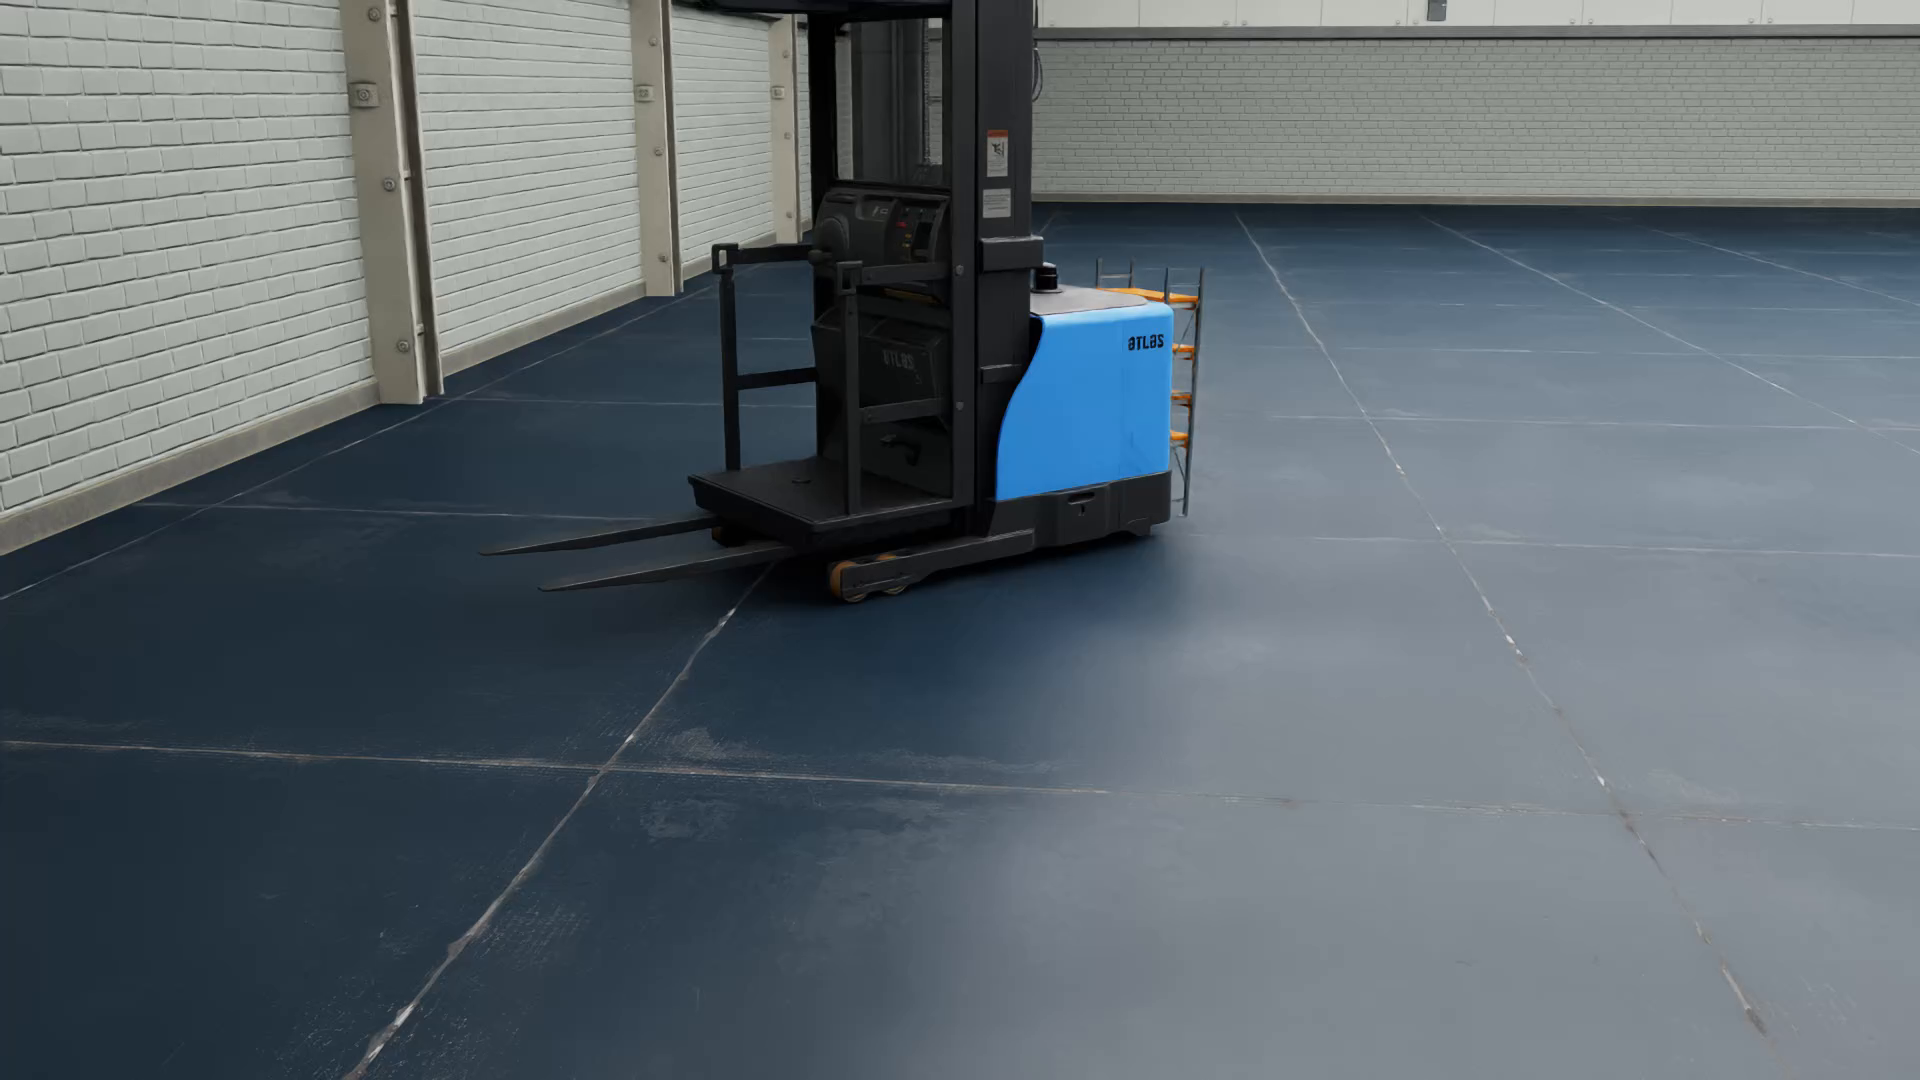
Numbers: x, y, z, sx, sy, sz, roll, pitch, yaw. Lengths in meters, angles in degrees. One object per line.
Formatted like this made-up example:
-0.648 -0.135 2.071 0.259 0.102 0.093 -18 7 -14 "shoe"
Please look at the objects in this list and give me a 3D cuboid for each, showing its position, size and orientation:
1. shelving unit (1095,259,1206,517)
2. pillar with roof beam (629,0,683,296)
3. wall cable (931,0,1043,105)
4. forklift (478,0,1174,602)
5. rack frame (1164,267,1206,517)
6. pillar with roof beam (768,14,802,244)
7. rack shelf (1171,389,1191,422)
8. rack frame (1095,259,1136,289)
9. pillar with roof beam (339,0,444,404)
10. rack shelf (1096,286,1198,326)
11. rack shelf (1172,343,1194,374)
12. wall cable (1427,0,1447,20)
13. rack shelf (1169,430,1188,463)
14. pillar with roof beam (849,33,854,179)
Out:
0.884 -0.739 8.072 0.258 1.200 0.503 -8 17 -36 "shelving unit"
1.255 -6.728 15.304 9.100 9.000 0.400 2 15 6 "pillar with roof beam"
-0.023 -9.193 30.370 3.097 2.526 0.112 2 15 6 "wall cable"
-0.509 -1.318 6.921 3.031 2.935 1.130 -11 19 -35 "forklift"
1.029 -0.687 7.882 0.240 1.200 0.015 -8 17 -36 "rack frame"
1.932 -8.284 21.059 9.100 9.000 0.400 2 15 6 "pillar with roof beam"
0.882 -0.674 8.088 0.258 0.148 0.480 -8 17 -36 "rack shelf"
0.740 -0.790 8.262 0.240 1.200 0.015 -8 17 -36 "rack frame"
0.578 -5.172 9.549 9.100 9.000 0.400 2 15 6 "pillar with roof beam"
0.900 -1.121 7.980 0.258 0.148 0.480 -8 17 -36 "rack shelf"
0.891 -0.891 8.036 0.258 0.148 0.480 -8 17 -36 "rack shelf"
9.408 -12.050 28.471 2.305 6.003 0.169 2 15 6 "wall cable"
0.874 -0.481 8.134 0.258 0.148 0.480 -8 17 -36 "rack shelf"
2.609 -9.840 26.814 9.100 9.000 0.400 2 15 6 "pillar with roof beam"
